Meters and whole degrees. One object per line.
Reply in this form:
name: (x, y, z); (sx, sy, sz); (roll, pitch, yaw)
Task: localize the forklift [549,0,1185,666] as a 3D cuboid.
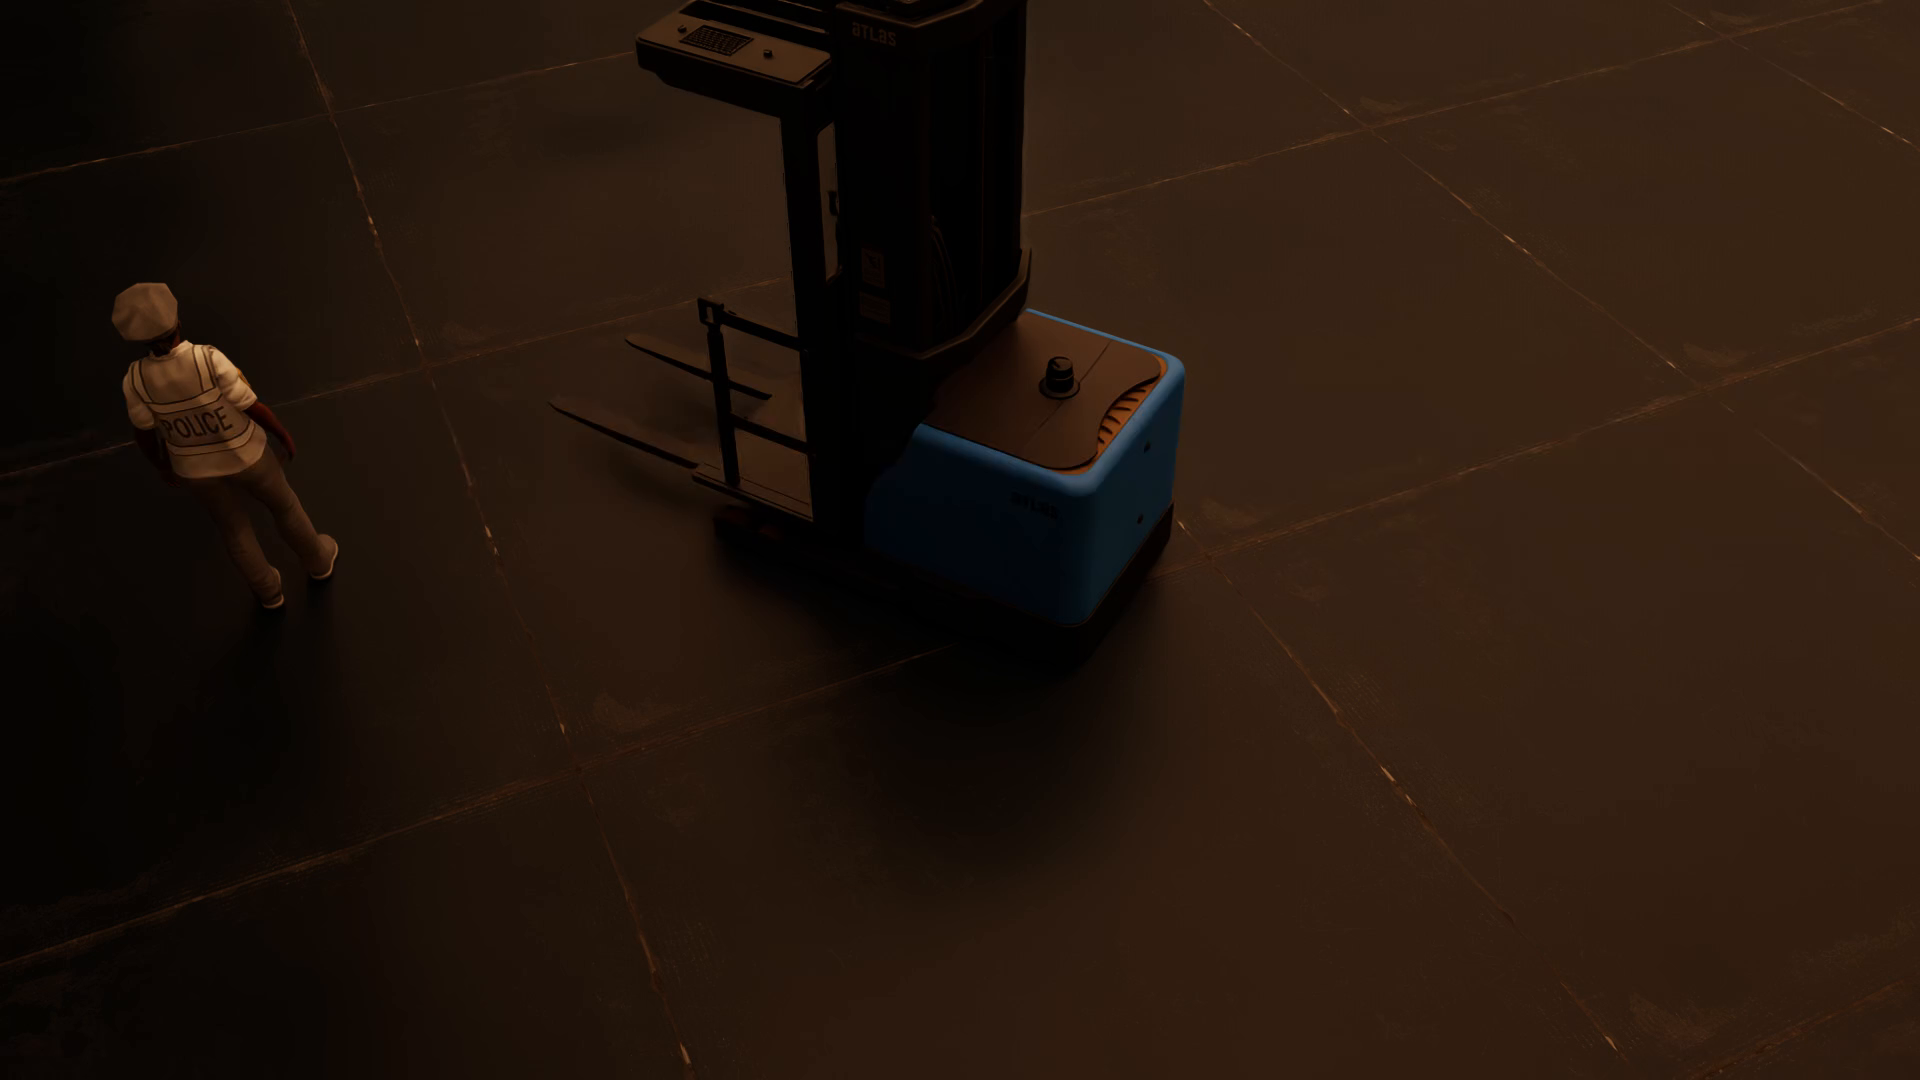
forklift: (-0.560, -1.274, 7.045); (3.031, 2.935, 1.130); (21, 47, 21)

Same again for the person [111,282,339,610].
person: (-3.113, -0.402, 7.014); (0.564, 1.697, 0.525); (-12, 44, -12)
